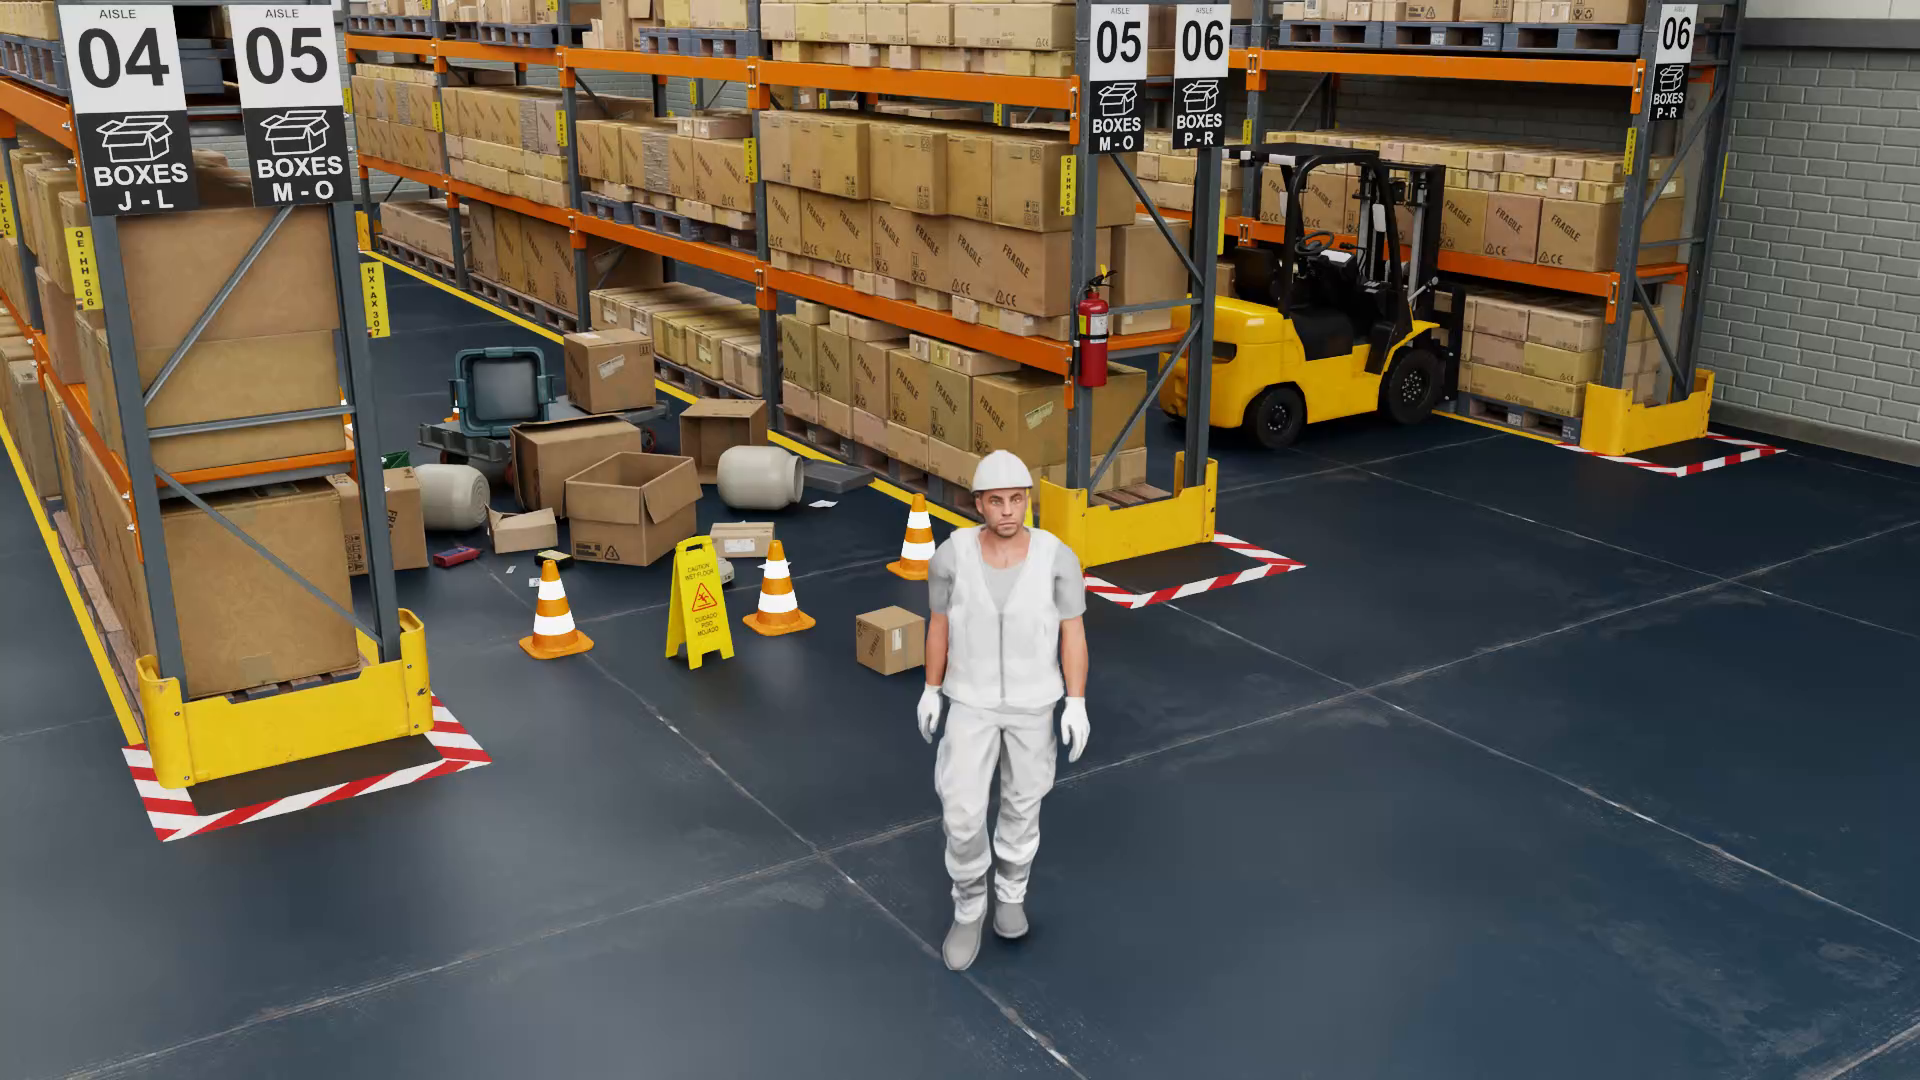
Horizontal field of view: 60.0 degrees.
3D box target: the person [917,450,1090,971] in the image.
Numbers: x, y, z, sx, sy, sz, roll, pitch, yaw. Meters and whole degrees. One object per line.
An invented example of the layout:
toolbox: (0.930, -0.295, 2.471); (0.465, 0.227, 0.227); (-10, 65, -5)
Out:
person: (0.146, 0.592, 5.671); (0.586, 1.827, 0.504); (0, 18, -1)
